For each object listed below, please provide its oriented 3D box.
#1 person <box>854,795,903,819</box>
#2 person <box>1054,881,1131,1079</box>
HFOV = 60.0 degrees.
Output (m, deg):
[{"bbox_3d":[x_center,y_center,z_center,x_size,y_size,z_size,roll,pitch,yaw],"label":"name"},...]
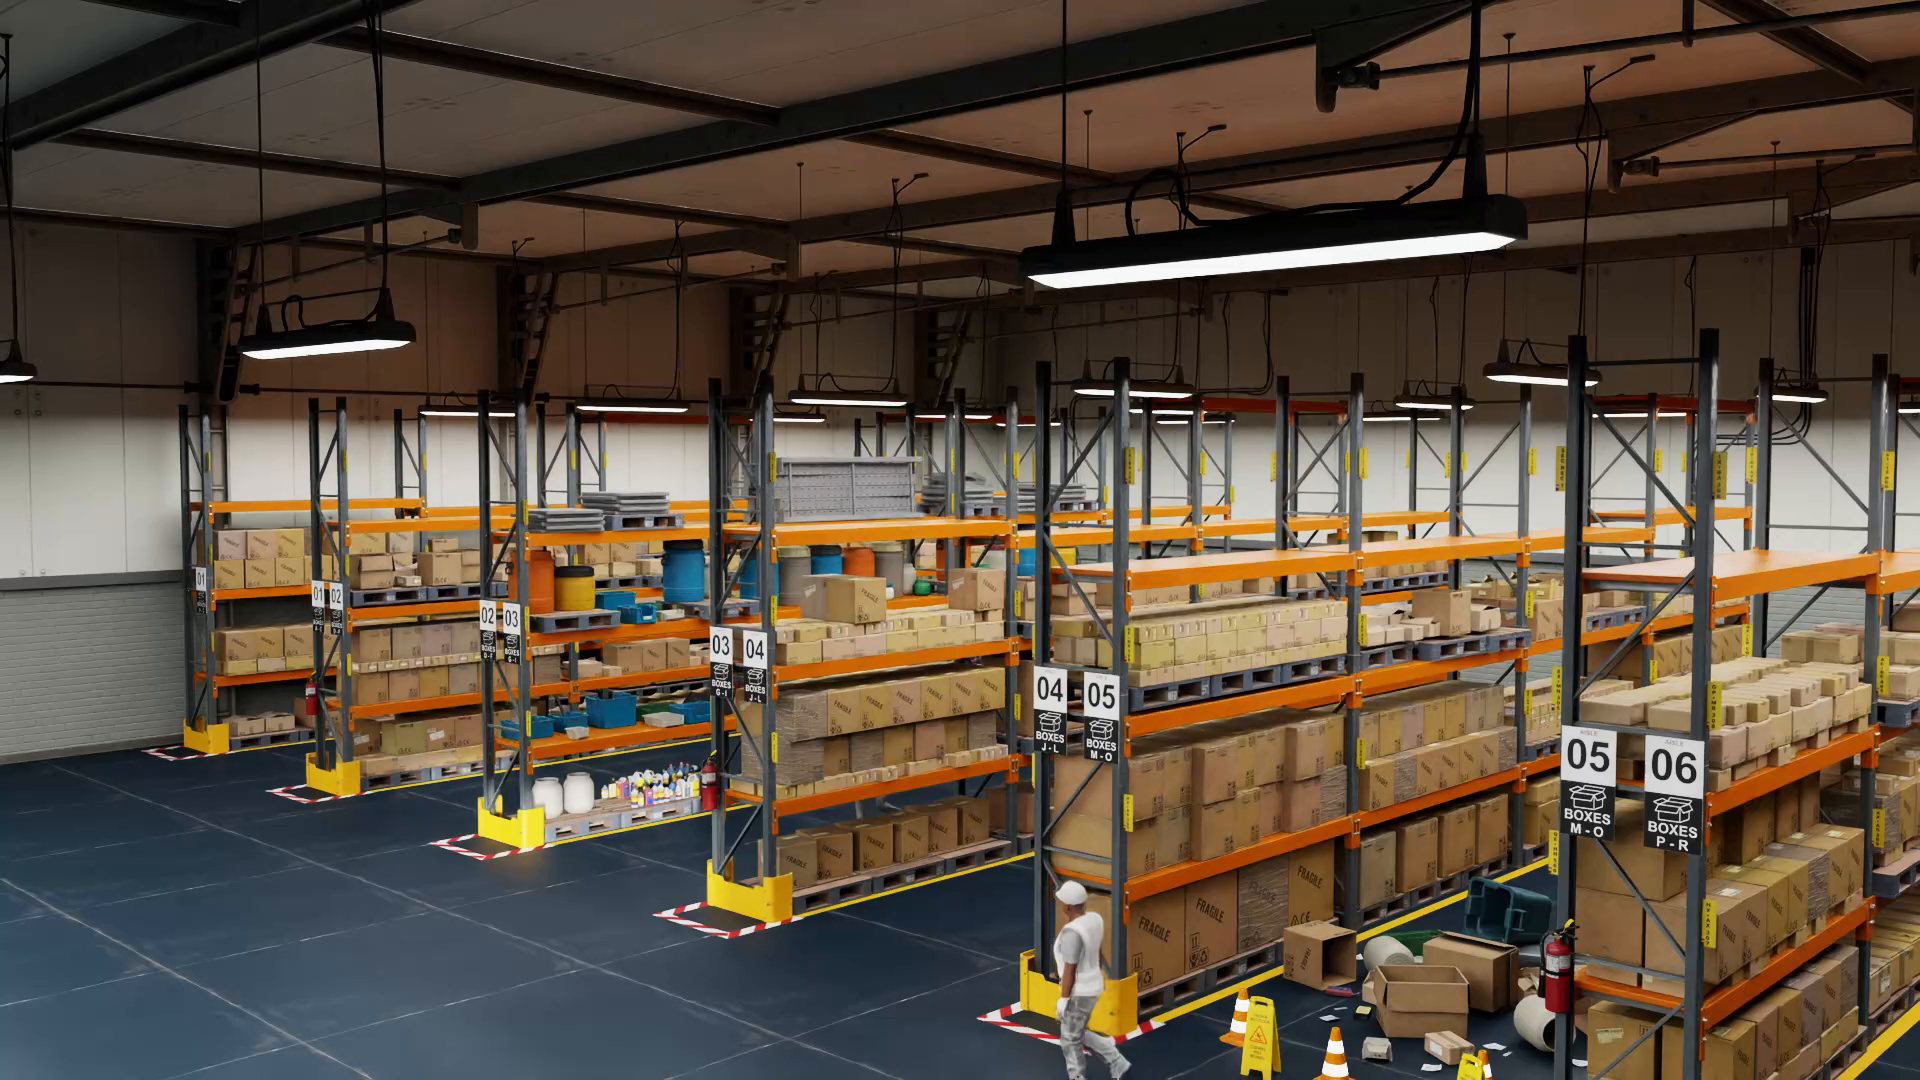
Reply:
[{"bbox_3d":[-1.148,3.220,22.525,0.911,1.500,0.411,-2,4,-37],"label":"person"},{"bbox_3d":[1.023,3.572,13.136,0.653,1.771,0.542,1,3,10],"label":"person"}]
